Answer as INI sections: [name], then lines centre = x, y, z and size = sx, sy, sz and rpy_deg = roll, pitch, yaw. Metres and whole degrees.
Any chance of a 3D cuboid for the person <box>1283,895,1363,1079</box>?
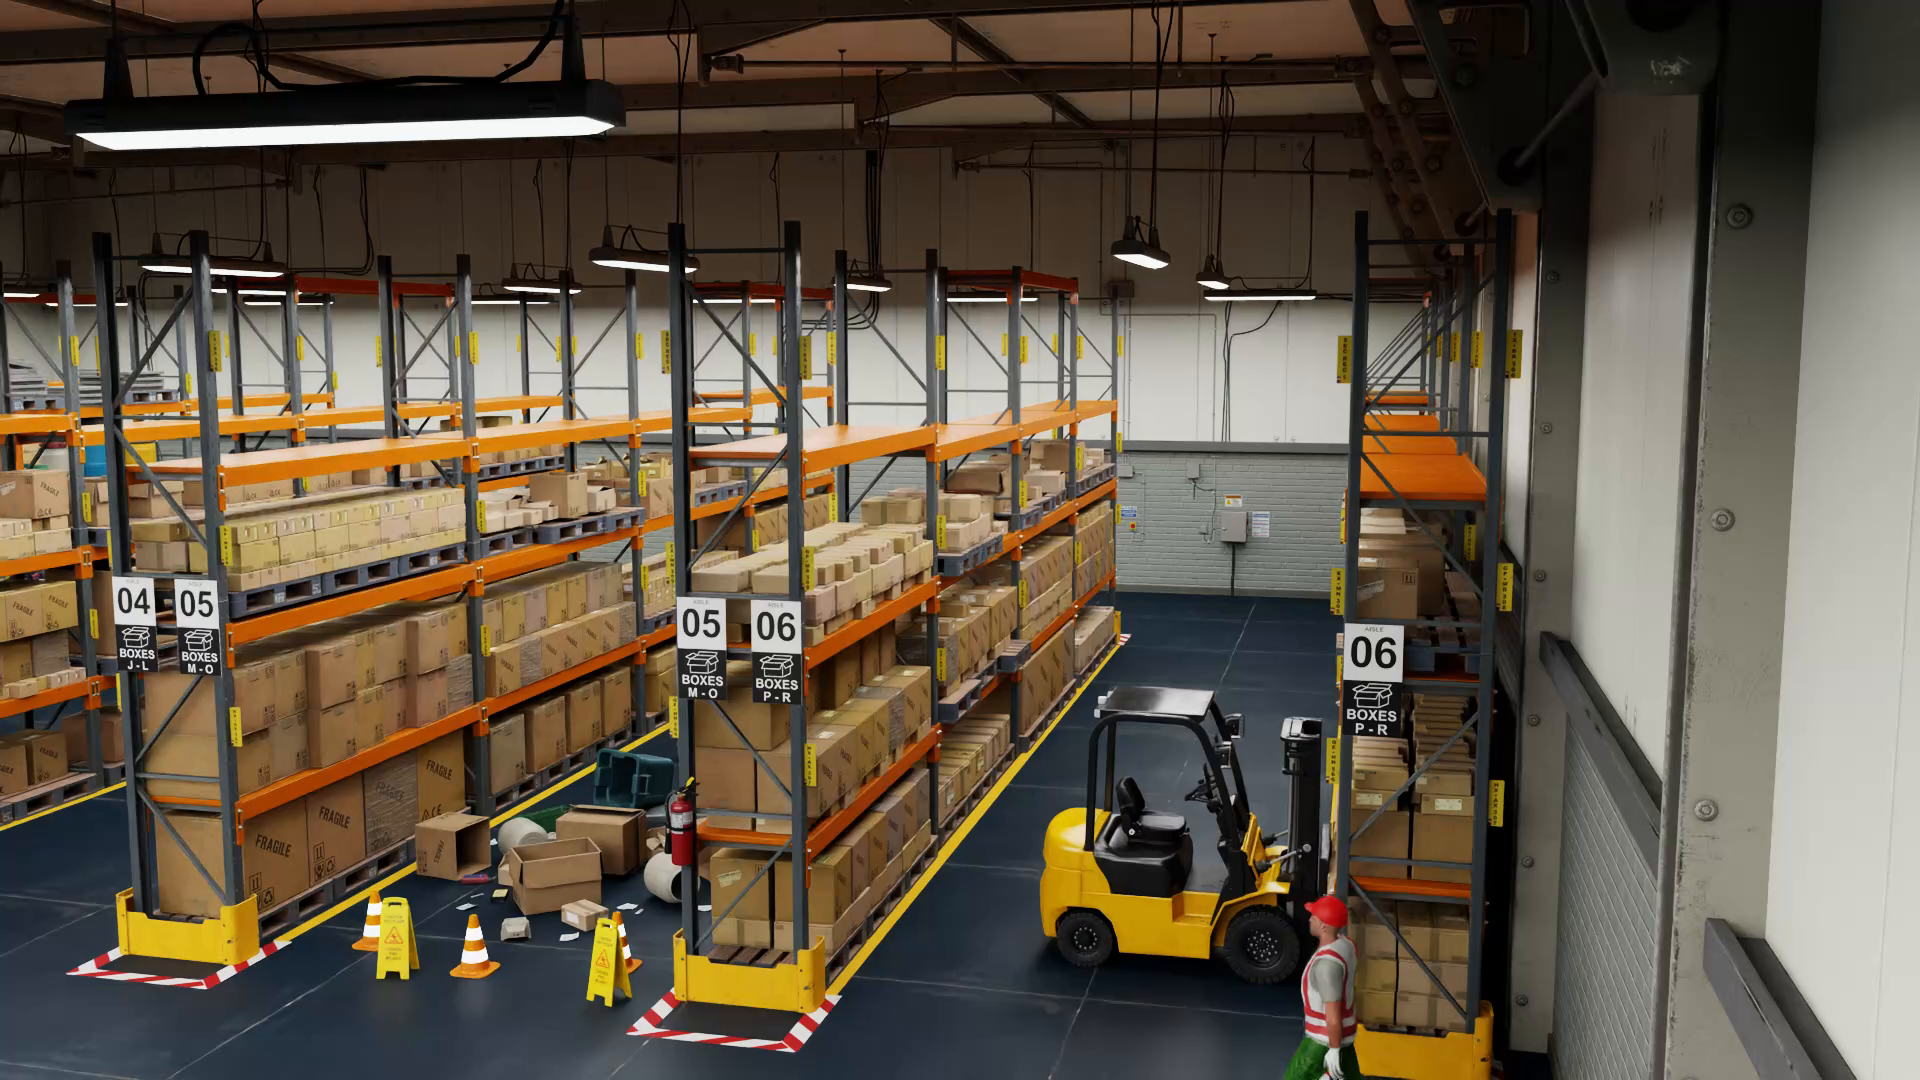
[person]
centre = 2.297, 3.053, 10.275
size = 1.075, 1.748, 0.550
rpy_deg = 2, 7, 15
